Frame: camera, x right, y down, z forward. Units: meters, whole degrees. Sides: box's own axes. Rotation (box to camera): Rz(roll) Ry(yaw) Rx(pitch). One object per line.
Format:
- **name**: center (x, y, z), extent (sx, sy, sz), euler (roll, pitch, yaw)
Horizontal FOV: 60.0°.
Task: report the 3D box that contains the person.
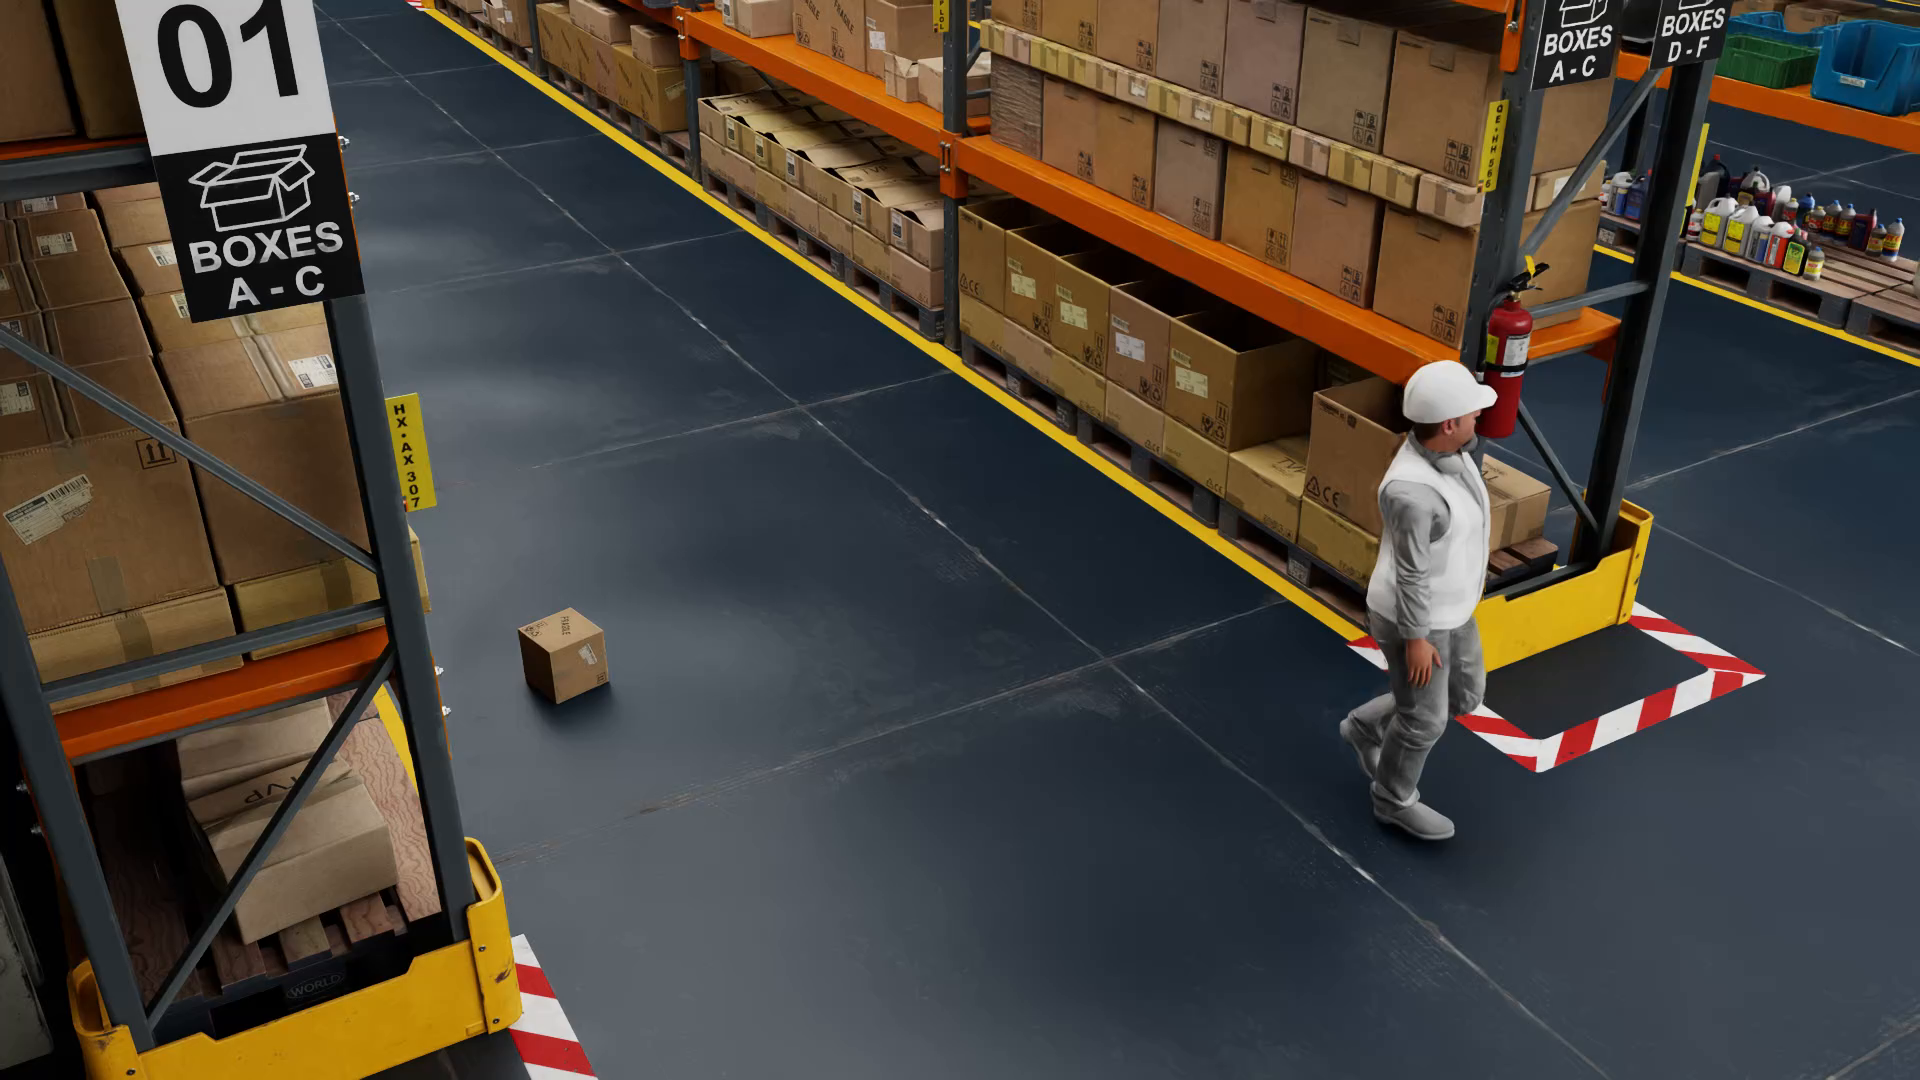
- **person**: center (1.571, 0.211, 5.658), extent (0.503, 1.762, 0.548), euler (16, 32, 26)
